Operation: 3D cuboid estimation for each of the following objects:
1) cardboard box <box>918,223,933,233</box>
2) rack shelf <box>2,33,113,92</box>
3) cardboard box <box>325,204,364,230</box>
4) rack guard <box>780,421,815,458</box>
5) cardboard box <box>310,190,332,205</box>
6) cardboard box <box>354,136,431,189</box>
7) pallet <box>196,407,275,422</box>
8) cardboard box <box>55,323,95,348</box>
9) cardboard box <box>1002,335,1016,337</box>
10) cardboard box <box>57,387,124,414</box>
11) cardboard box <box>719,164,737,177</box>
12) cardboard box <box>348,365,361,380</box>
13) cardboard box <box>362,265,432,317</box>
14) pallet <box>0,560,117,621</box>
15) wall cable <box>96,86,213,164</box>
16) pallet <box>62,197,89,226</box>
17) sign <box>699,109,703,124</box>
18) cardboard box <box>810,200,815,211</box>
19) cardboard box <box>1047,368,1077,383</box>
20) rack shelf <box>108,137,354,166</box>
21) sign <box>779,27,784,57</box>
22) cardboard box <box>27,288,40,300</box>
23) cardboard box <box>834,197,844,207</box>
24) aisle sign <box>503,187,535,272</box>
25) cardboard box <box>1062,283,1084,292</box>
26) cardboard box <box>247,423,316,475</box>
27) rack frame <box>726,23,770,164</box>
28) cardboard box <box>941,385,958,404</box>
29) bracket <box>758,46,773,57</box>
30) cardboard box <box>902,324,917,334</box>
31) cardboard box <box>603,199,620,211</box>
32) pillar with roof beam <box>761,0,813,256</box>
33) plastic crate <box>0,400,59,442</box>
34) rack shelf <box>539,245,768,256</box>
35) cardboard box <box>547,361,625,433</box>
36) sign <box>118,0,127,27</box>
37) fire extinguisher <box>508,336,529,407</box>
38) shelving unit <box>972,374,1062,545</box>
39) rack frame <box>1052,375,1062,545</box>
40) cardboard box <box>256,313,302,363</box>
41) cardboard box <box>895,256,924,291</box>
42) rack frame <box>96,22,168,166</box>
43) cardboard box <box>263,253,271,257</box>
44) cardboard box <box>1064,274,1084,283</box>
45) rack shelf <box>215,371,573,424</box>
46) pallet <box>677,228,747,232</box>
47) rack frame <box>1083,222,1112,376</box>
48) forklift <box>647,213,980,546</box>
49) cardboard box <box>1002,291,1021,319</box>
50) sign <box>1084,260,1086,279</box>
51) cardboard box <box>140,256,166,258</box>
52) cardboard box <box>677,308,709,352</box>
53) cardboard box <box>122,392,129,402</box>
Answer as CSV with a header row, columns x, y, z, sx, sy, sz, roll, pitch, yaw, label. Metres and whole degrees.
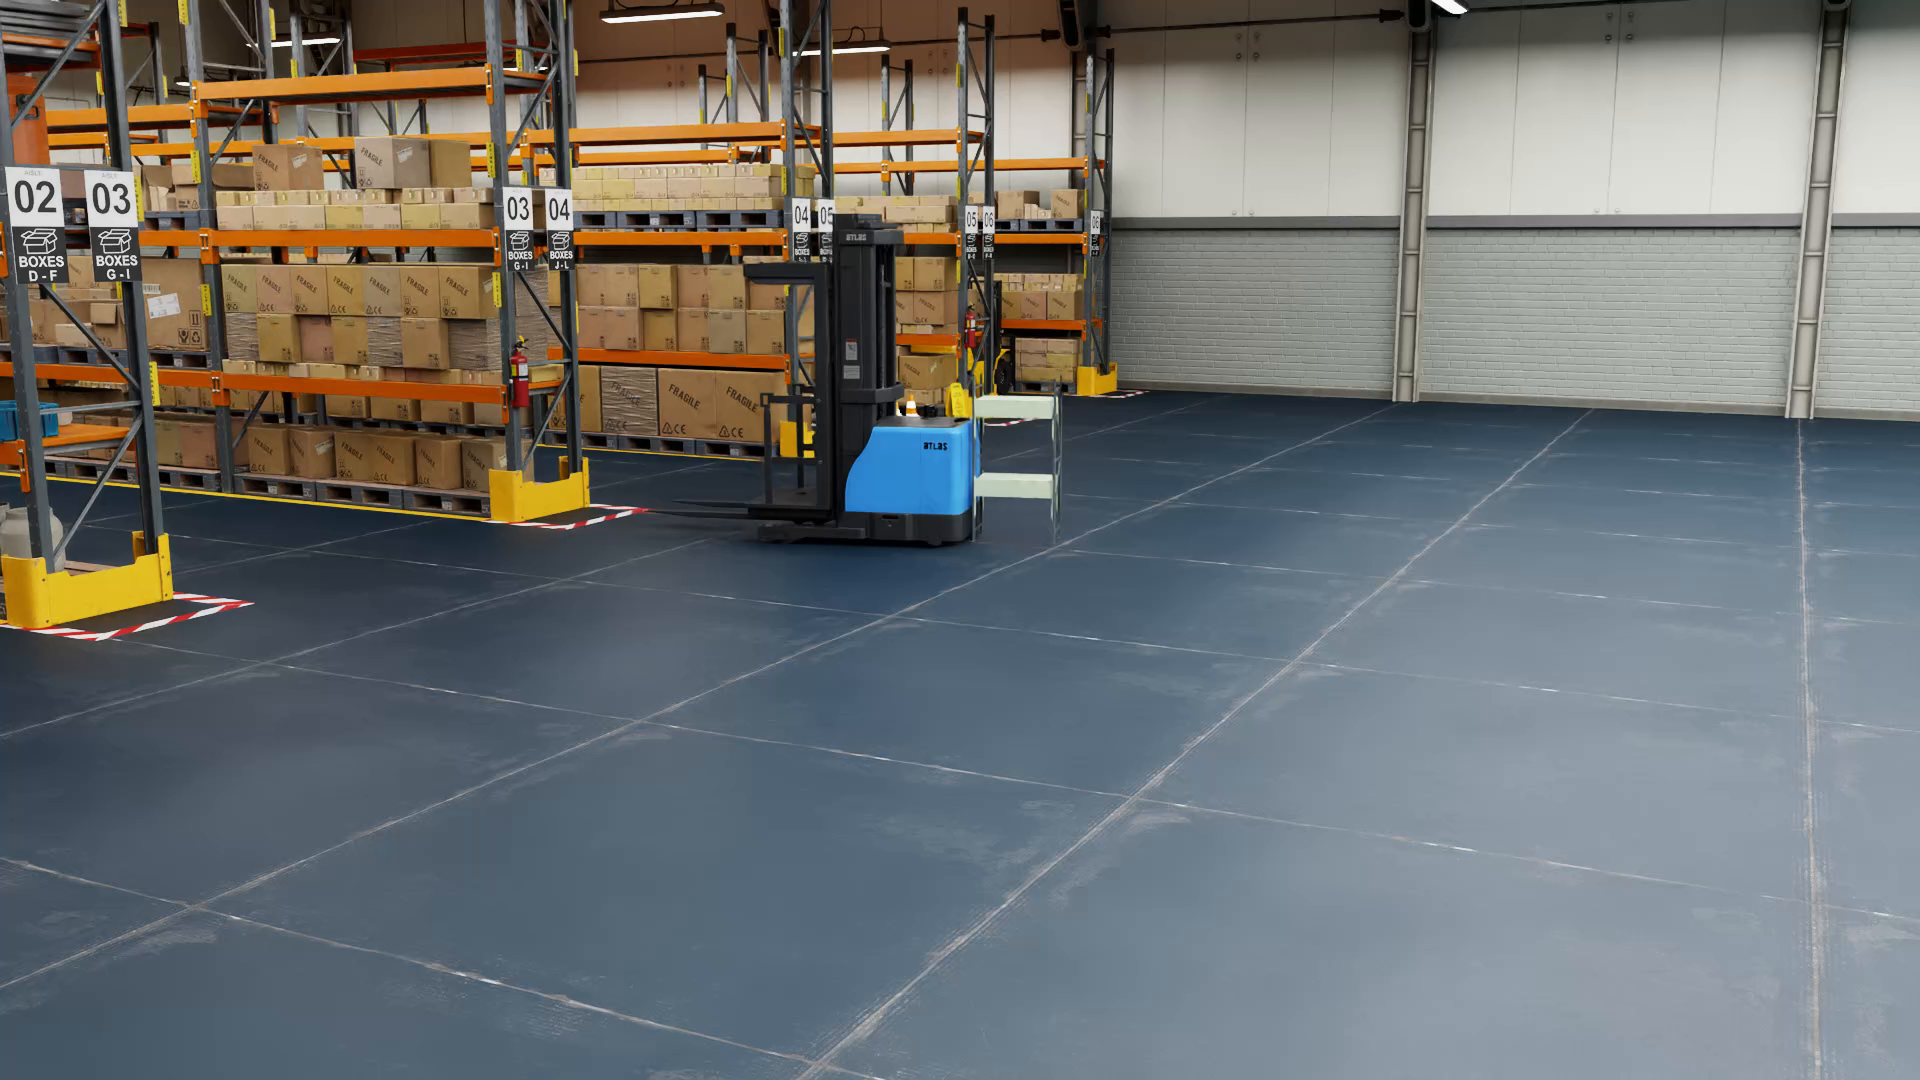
x,y,z,sx,sy,sz,roll,pitch,yaw,label
-0.439,-4.676,24.928,0.250,0.149,0.380,5,11,26,cardboard box
-8.128,-3.511,12.506,4.000,0.370,1.077,5,11,26,rack shelf
-6.045,-3.262,16.832,0.500,0.250,0.500,5,11,25,cardboard box
-1.836,-1.296,20.985,0.348,0.500,1.175,5,11,26,rack guard
-6.388,-3.485,16.944,0.250,0.149,0.380,5,11,25,cardboard box
-5.644,-3.743,16.545,0.500,0.500,0.500,5,11,26,cardboard box
-10.822,-1.944,25.378,1.213,0.211,1.003,5,11,26,pallet
-9.916,-2.338,18.967,0.500,0.250,0.500,5,11,24,cardboard box
0.738,-3.654,30.733,0.500,0.250,0.500,5,11,25,cardboard box
-10.222,-1.641,19.553,0.500,0.250,0.500,7,12,32,cardboard box
-2.763,-4.541,20.480,0.250,0.149,0.380,5,12,27,cardboard box
-6.075,-1.741,17.135,0.250,0.149,0.380,5,11,26,cardboard box
-5.643,-2.513,16.770,0.500,0.500,0.500,5,11,26,cardboard box
-7.149,0.356,12.668,1.213,0.211,1.003,5,11,26,pallet
-17.730,-8.522,36.946,0.133,3.039,2.988,5,11,26,wall cable
-7.033,-2.416,12.266,1.213,0.211,1.003,5,11,26,pallet
-4.970,-8.113,31.943,0.005,0.325,0.100,5,11,26,sign
-2.023,-4.214,20.914,0.250,0.149,0.380,5,11,26,cardboard box
1.874,-2.959,29.700,0.500,0.250,0.500,5,11,26,cardboard box
-10.825,-5.717,24.692,4.000,0.370,1.077,5,11,26,rack shelf
-2.110,-5.893,19.676,0.005,0.325,0.100,5,11,26,sign
-14.541,-3.787,26.613,0.500,0.500,0.500,5,11,24,cardboard box
-1.776,-5.200,25.582,0.250,0.149,0.380,5,12,27,cardboard box
-4.220,-2.970,15.917,0.004,0.787,0.394,5,11,26,aisle sign
2.000,-4.470,29.404,0.250,0.149,0.380,5,11,27,cardboard box
-7.389,-0.997,18.158,0.500,0.500,0.500,5,11,24,cardboard box
-3.345,-6.593,26.393,0.127,3.000,1.000,5,11,26,rack frame
-0.359,-2.287,25.988,0.500,0.250,0.500,5,11,25,cardboard box
-3.700,-9.490,32.291,0.430,0.232,0.235,5,11,26,bracket
-0.684,-3.224,25.325,0.250,0.149,0.380,5,11,25,cardboard box
-4.355,-4.288,21.324,0.250,0.149,0.380,5,11,25,cardboard box
-5.076,-7.055,28.945,0.548,9.000,9.100,5,11,26,pillar with roof beam
-6.915,-0.871,12.037,0.616,0.251,0.499,5,11,26,plastic crate
-5.138,-4.921,27.595,4.000,0.370,1.077,5,11,26,rack shelf
-4.911,-1.943,22.331,0.875,0.875,0.875,5,11,27,cardboard box
-6.087,-3.889,12.037,0.005,0.325,0.100,5,11,26,sign
-4.244,-1.623,15.991,0.183,0.674,0.296,5,11,26,fire extinguisher
0.518,-0.738,15.096,0.755,1.500,0.431,2,10,11,shelving unit
0.877,-0.725,15.025,0.023,1.500,0.400,2,10,11,rack frame
-6.921,-2.164,17.647,0.500,0.500,0.875,5,11,26,cardboard box
-0.763,-4.060,25.318,0.500,0.500,0.700,5,11,26,cardboard box
-12.619,-6.425,25.464,0.127,3.000,1.000,5,11,26,rack frame
-12.753,-5.270,31.019,0.250,0.149,0.380,5,11,26,cardboard box
2.021,-4.628,29.444,0.250,0.149,0.380,5,11,26,cardboard box
-5.936,-1.547,17.375,4.000,0.370,1.077,5,11,26,rack shelf
-3.851,-5.091,27.039,1.003,0.211,1.213,5,11,26,pallet
2.435,-4.119,29.567,0.127,3.000,1.000,5,11,26,rack frame
-1.370,-1.498,15.279,3.031,2.935,1.130,2,10,11,forklift
0.957,-4.248,29.998,0.500,0.500,0.500,5,11,25,cardboard box
2.183,-4.720,28.970,0.005,0.325,0.100,5,11,26,sign
-12.915,-4.235,26.285,0.500,0.500,0.500,5,12,27,cardboard box
-3.160,-2.727,21.456,0.550,0.550,0.875,5,11,26,cardboard box
-13.121,-2.253,26.084,0.250,0.149,0.380,5,11,27,cardboard box
